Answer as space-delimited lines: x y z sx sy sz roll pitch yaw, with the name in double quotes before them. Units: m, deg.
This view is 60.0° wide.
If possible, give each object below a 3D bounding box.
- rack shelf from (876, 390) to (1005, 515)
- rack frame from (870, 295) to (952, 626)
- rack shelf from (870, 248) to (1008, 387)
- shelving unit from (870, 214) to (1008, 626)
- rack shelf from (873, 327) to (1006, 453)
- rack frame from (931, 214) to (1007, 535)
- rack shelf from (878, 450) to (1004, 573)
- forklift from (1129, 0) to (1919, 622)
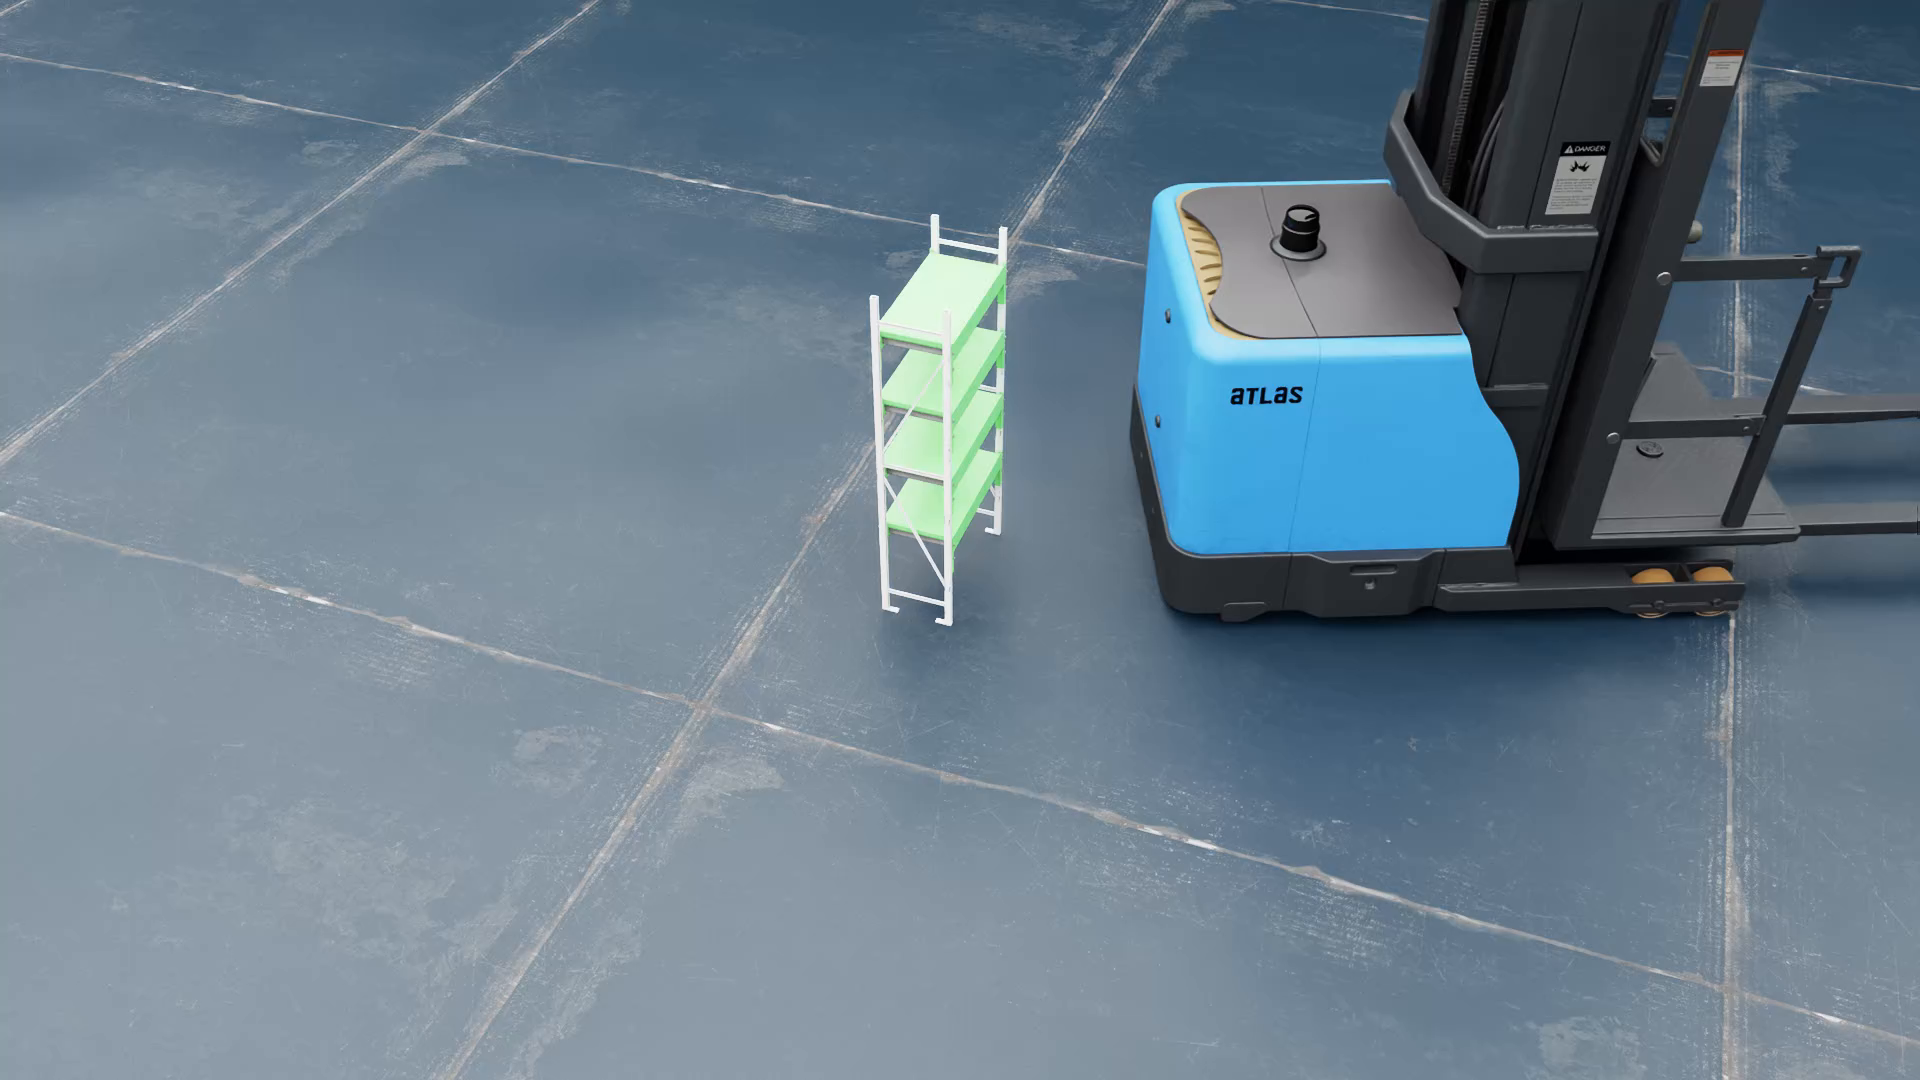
"rack shelf" -0.057 -0.307 5.284 0.258 0.148 0.480 13 42 15
"rack frame" -0.140 -0.207 5.068 0.240 1.200 0.015 13 42 15
"rack shelf" -0.057 -0.672 4.972 0.258 0.148 0.480 13 42 15
"shelving unit" -0.057 -0.355 5.242 0.258 1.200 0.503 13 42 15
"rack shelf" -0.057 -0.489 5.128 0.258 0.148 0.480 13 42 15
"rack frame" 0.027 -0.504 5.417 0.240 1.200 0.015 13 42 15
"rack shelf" -0.057 -0.124 5.439 0.258 0.148 0.480 13 42 15
"forklift" 2.151 -1.203 4.902 3.031 2.935 1.130 -2 40 -2
